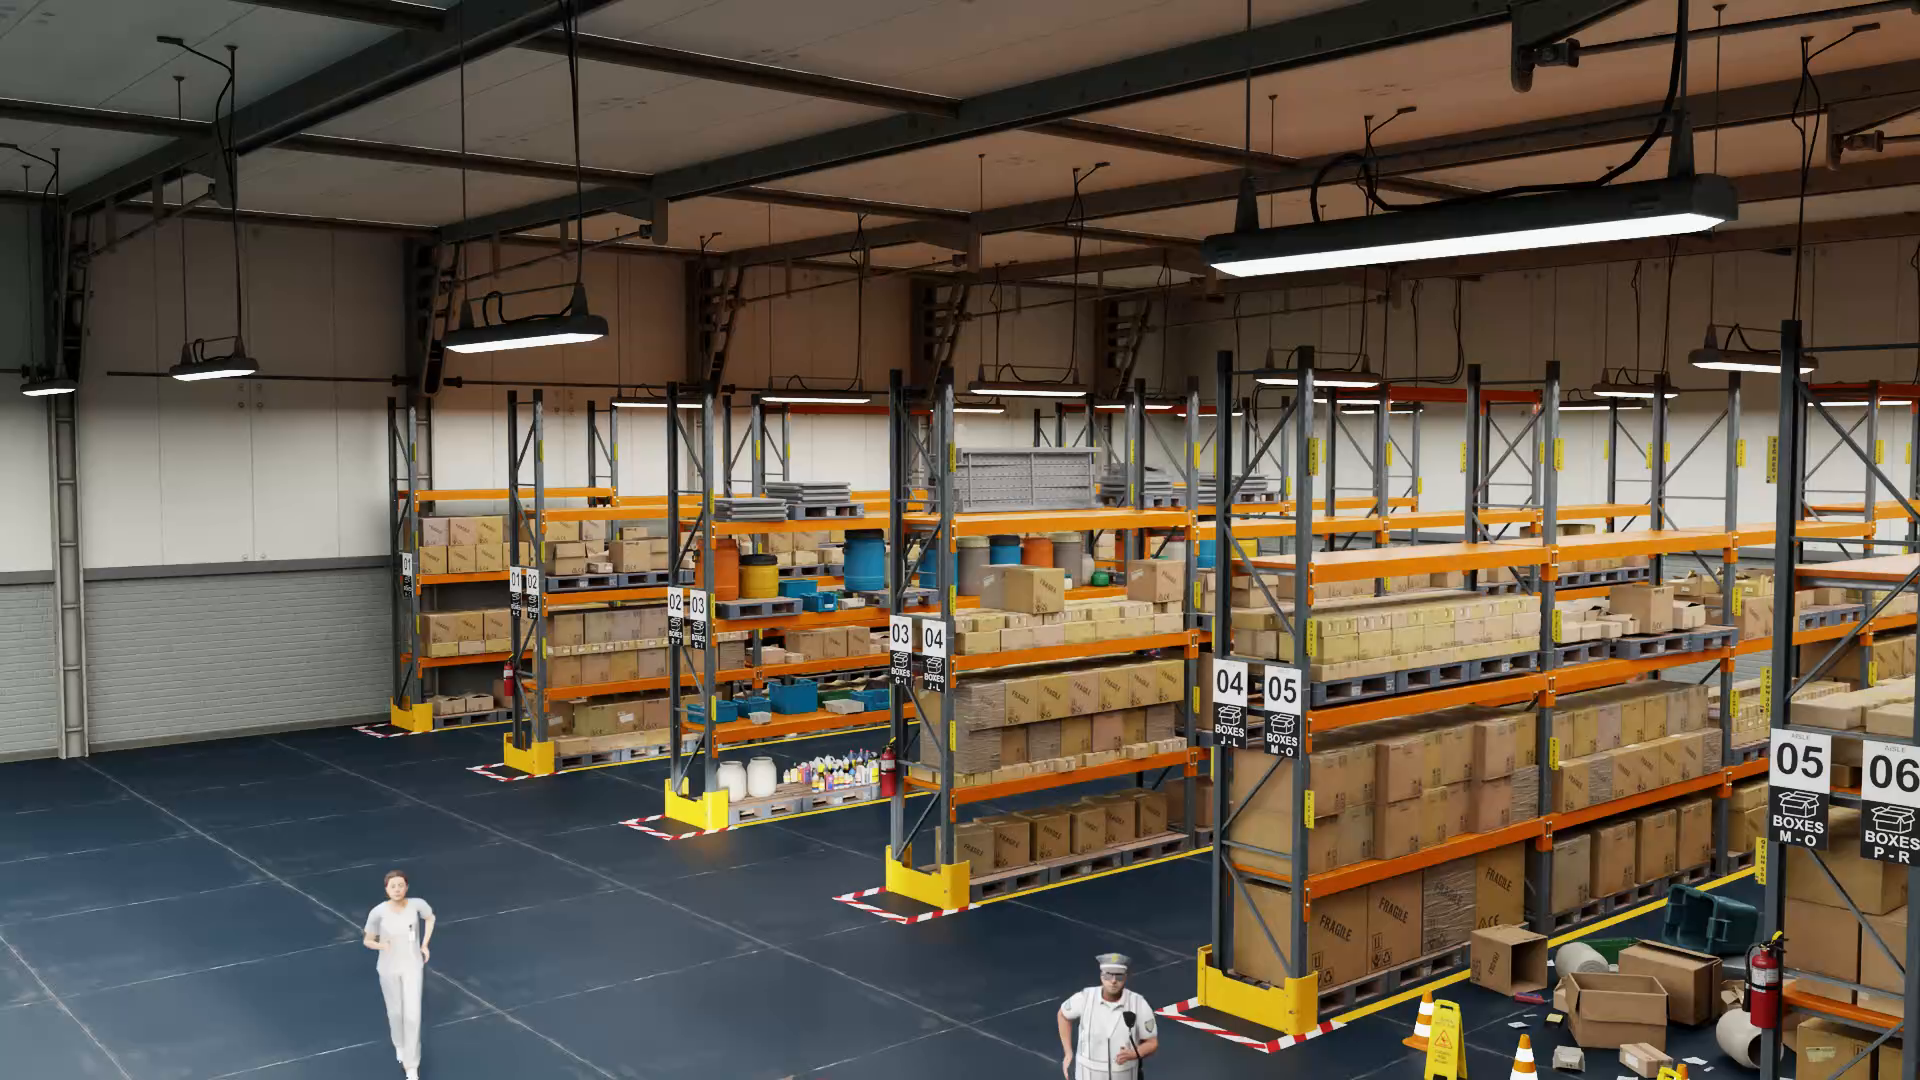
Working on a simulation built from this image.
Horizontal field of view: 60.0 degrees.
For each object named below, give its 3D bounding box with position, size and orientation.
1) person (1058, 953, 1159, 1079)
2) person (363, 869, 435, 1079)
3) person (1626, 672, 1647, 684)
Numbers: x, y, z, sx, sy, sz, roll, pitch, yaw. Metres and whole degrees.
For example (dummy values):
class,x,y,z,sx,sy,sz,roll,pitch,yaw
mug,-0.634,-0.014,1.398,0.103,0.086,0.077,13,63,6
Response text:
class,x,y,z,sx,sy,sz,roll,pitch,yaw
person,0.997,3.636,11.094,0.646,1.811,0.686,0,3,-2
person,-4.570,3.536,13.577,0.551,1.726,0.784,-1,3,-16
person,10.465,2.742,25.607,0.660,1.786,0.982,3,5,42
